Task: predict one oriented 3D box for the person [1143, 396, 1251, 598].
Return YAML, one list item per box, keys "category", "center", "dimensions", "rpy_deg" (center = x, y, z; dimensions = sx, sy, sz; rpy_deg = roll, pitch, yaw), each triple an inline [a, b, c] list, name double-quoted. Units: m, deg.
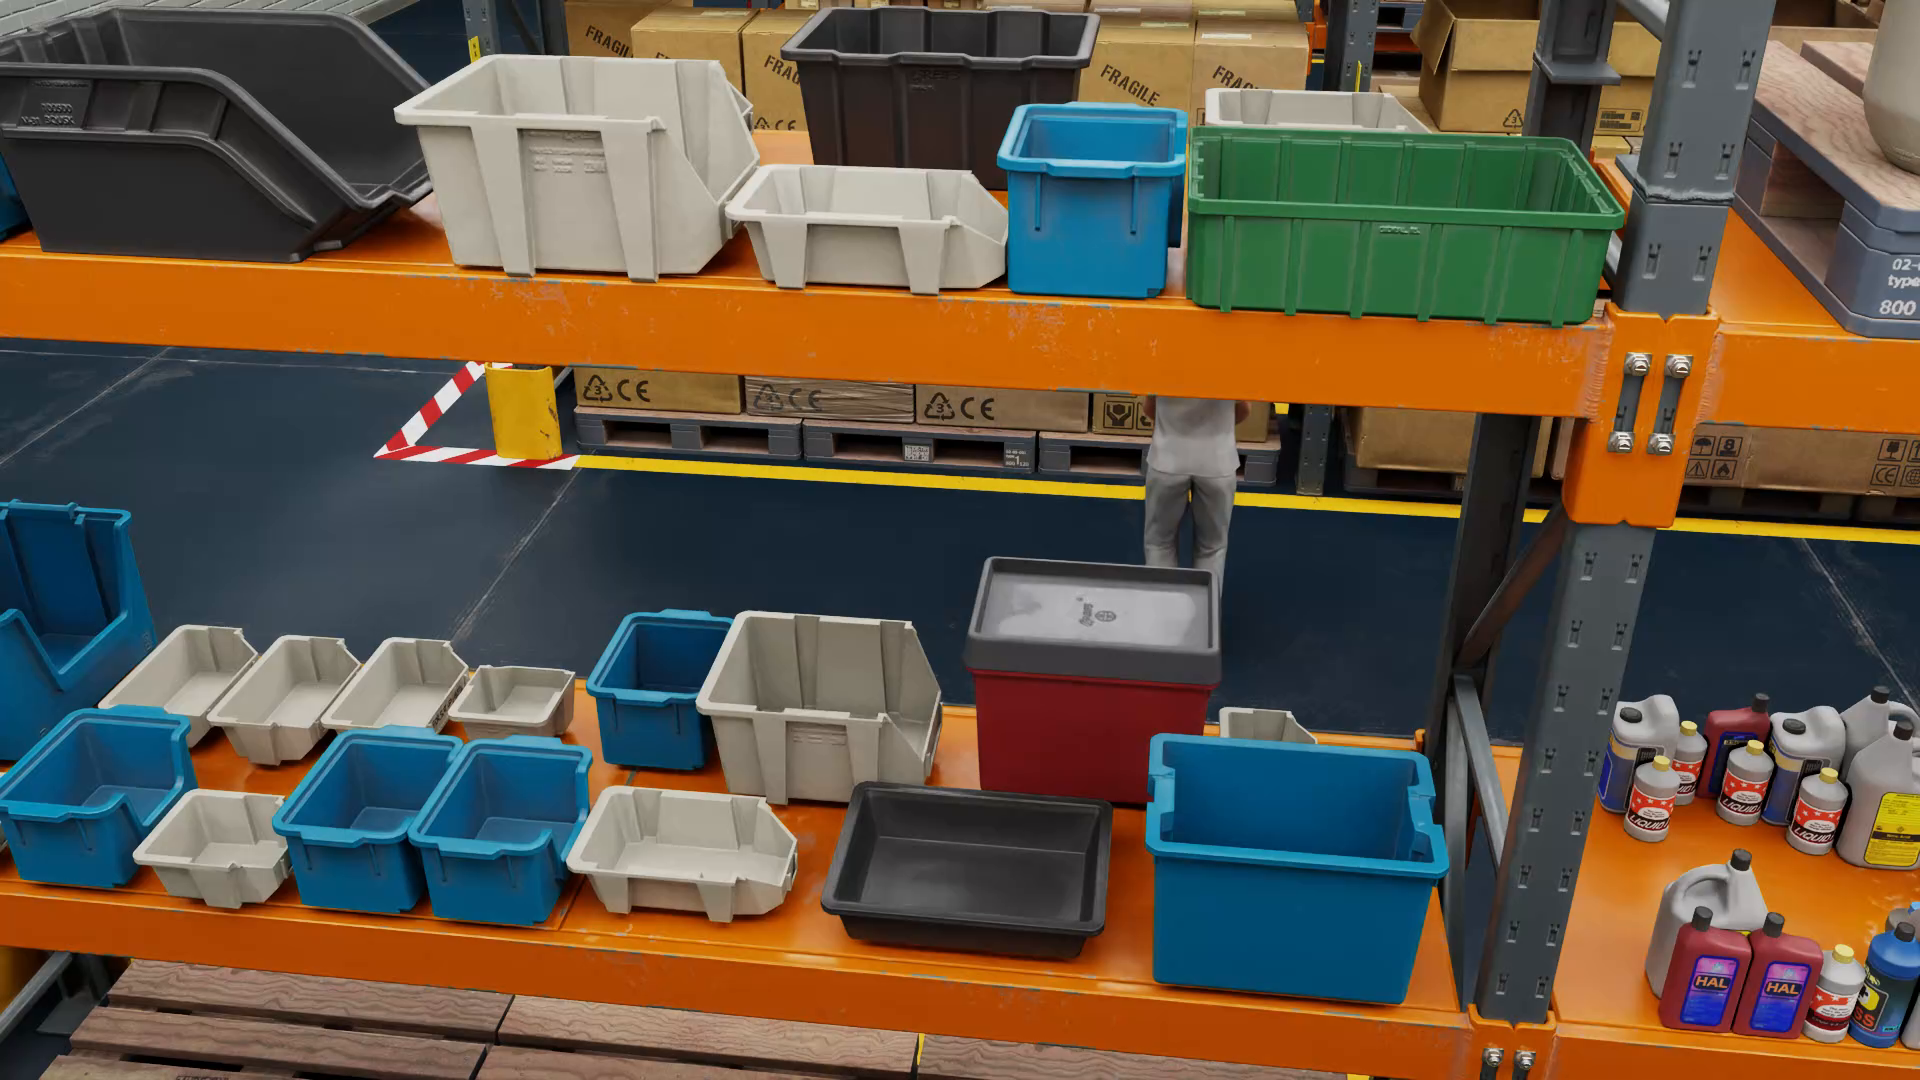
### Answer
- category: "person"
  center: [0.930, -0.301, 6.693]
  dimensions: [0.436, 1.664, 0.556]
  rpy_deg: [4, 29, 7]
